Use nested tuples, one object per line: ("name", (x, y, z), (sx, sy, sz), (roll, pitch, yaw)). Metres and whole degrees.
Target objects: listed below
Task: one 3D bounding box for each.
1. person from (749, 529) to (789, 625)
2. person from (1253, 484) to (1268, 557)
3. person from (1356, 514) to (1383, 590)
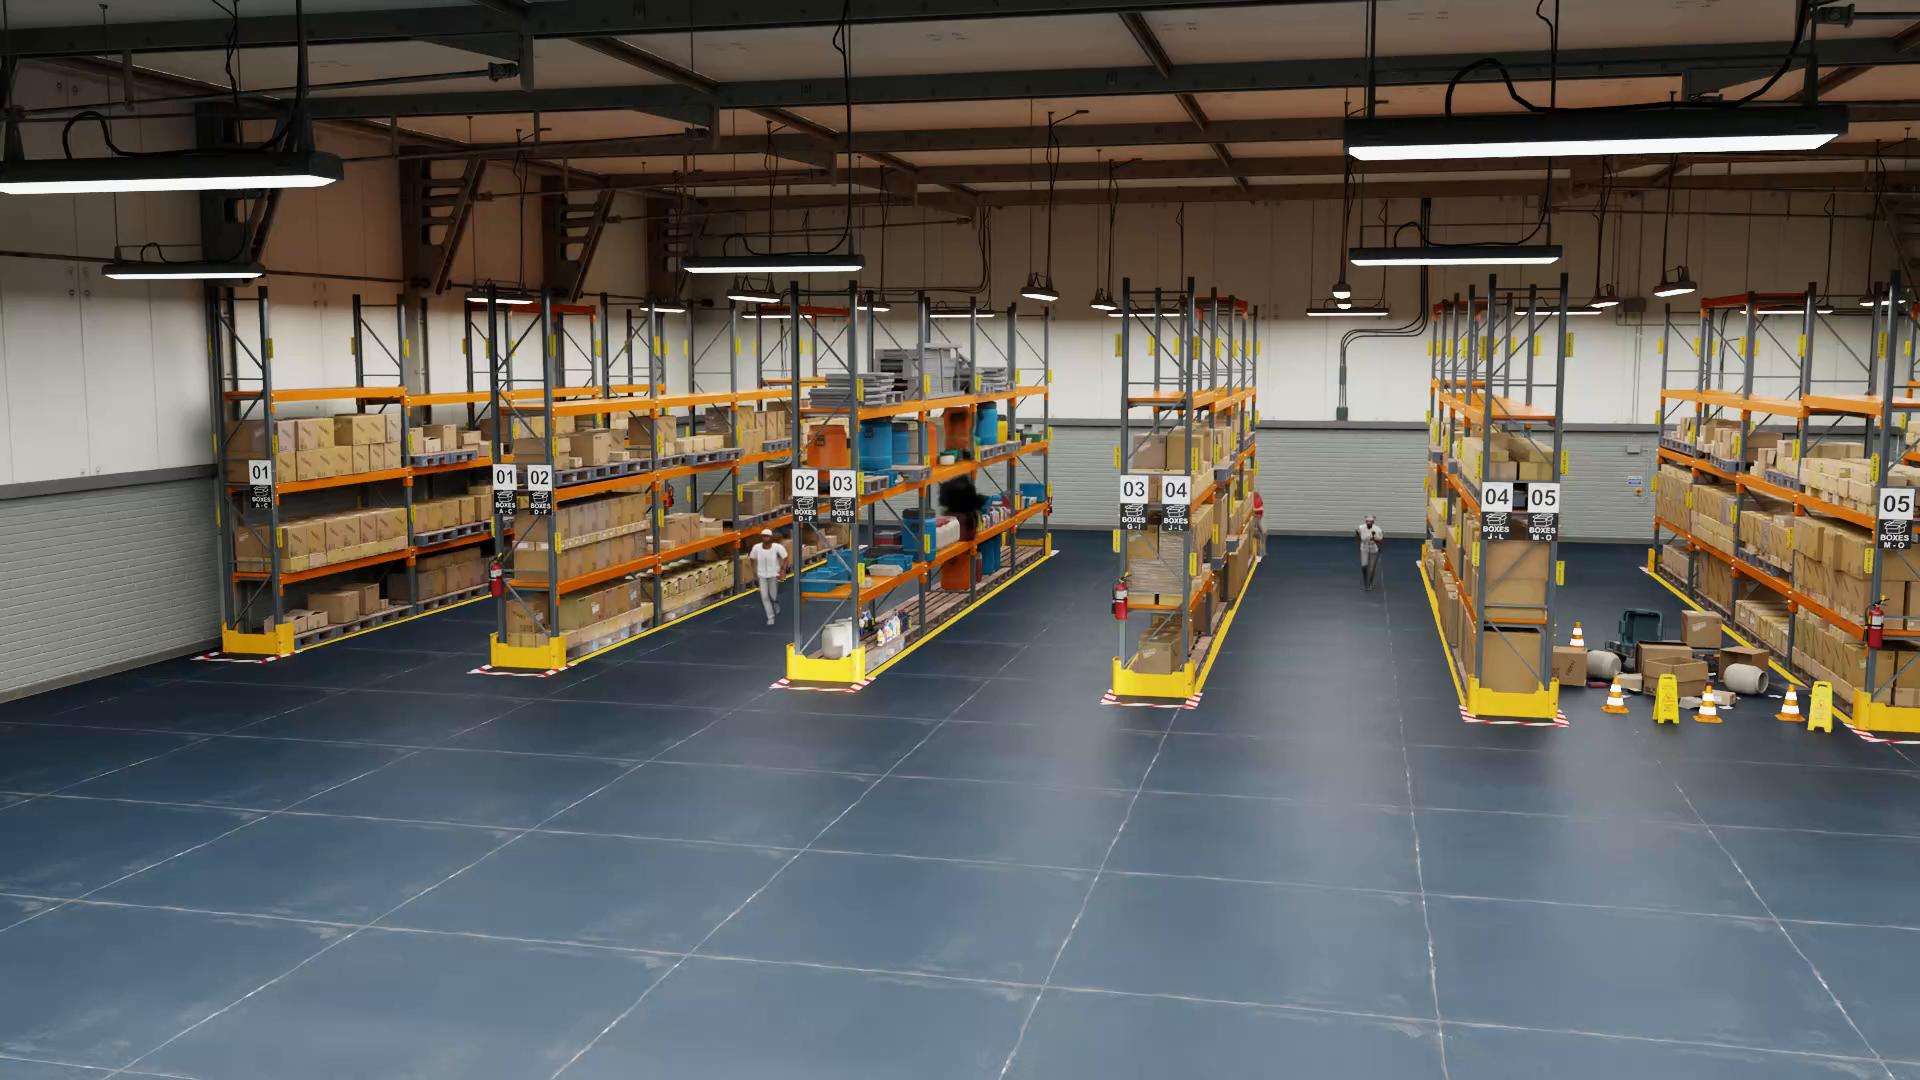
("person", (-3.476, 0.655, 30.178), (0.722, 1.728, 0.592), (1, 7, 6))
("person", (7.110, -0.461, 40.375), (0.646, 1.796, 0.792), (-5, 8, -37))
("person", (8.427, 0.246, 34.280), (0.565, 1.607, 0.853), (2, 7, 16))
